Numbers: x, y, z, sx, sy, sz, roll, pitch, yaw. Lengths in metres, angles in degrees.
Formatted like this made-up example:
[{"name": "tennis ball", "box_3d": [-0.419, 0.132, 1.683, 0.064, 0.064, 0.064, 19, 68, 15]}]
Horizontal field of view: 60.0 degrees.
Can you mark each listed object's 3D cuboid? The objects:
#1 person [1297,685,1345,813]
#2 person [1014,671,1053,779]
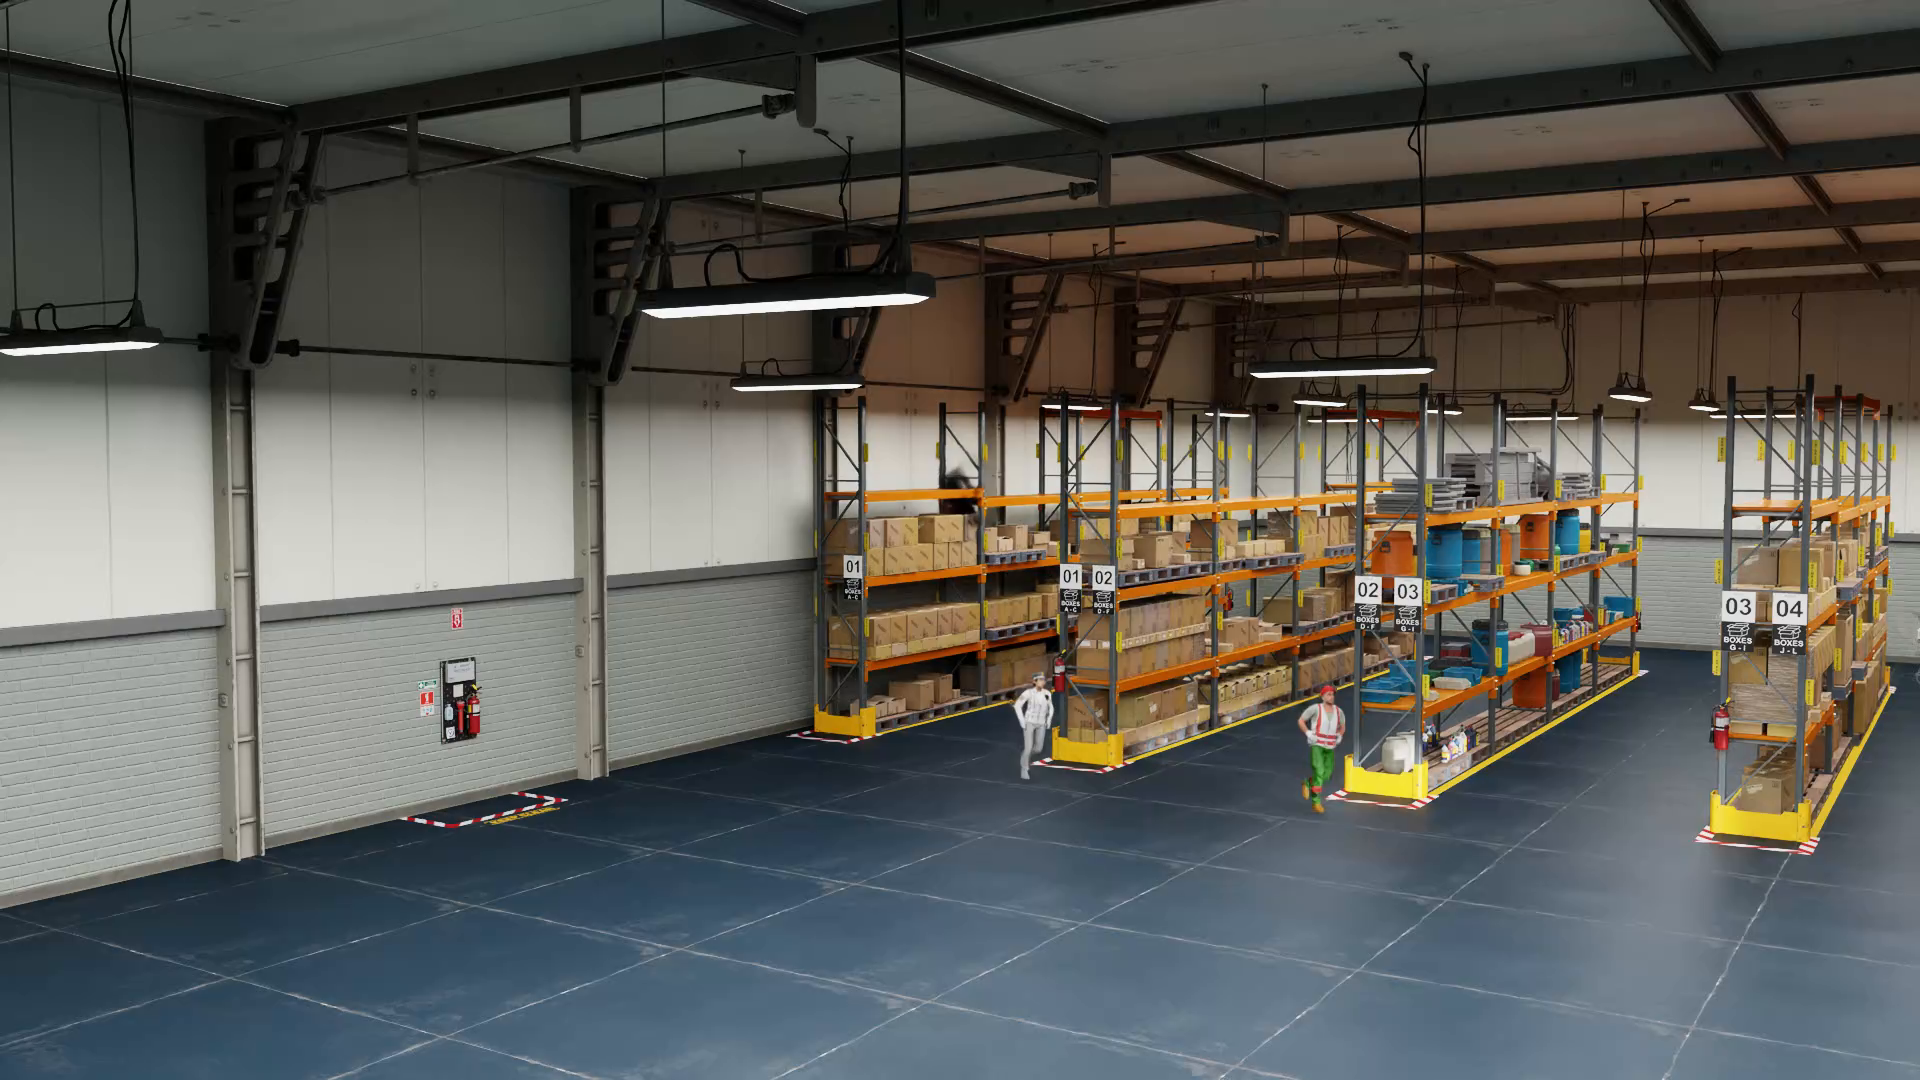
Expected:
[{"name": "person", "box_3d": [5.114, 2.913, 23.490, 0.701, 1.741, 0.741, -1, 3, -11]}, {"name": "person", "box_3d": [1.155, 2.852, 25.778, 0.662, 1.652, 0.508, -1, 3, -17]}]
